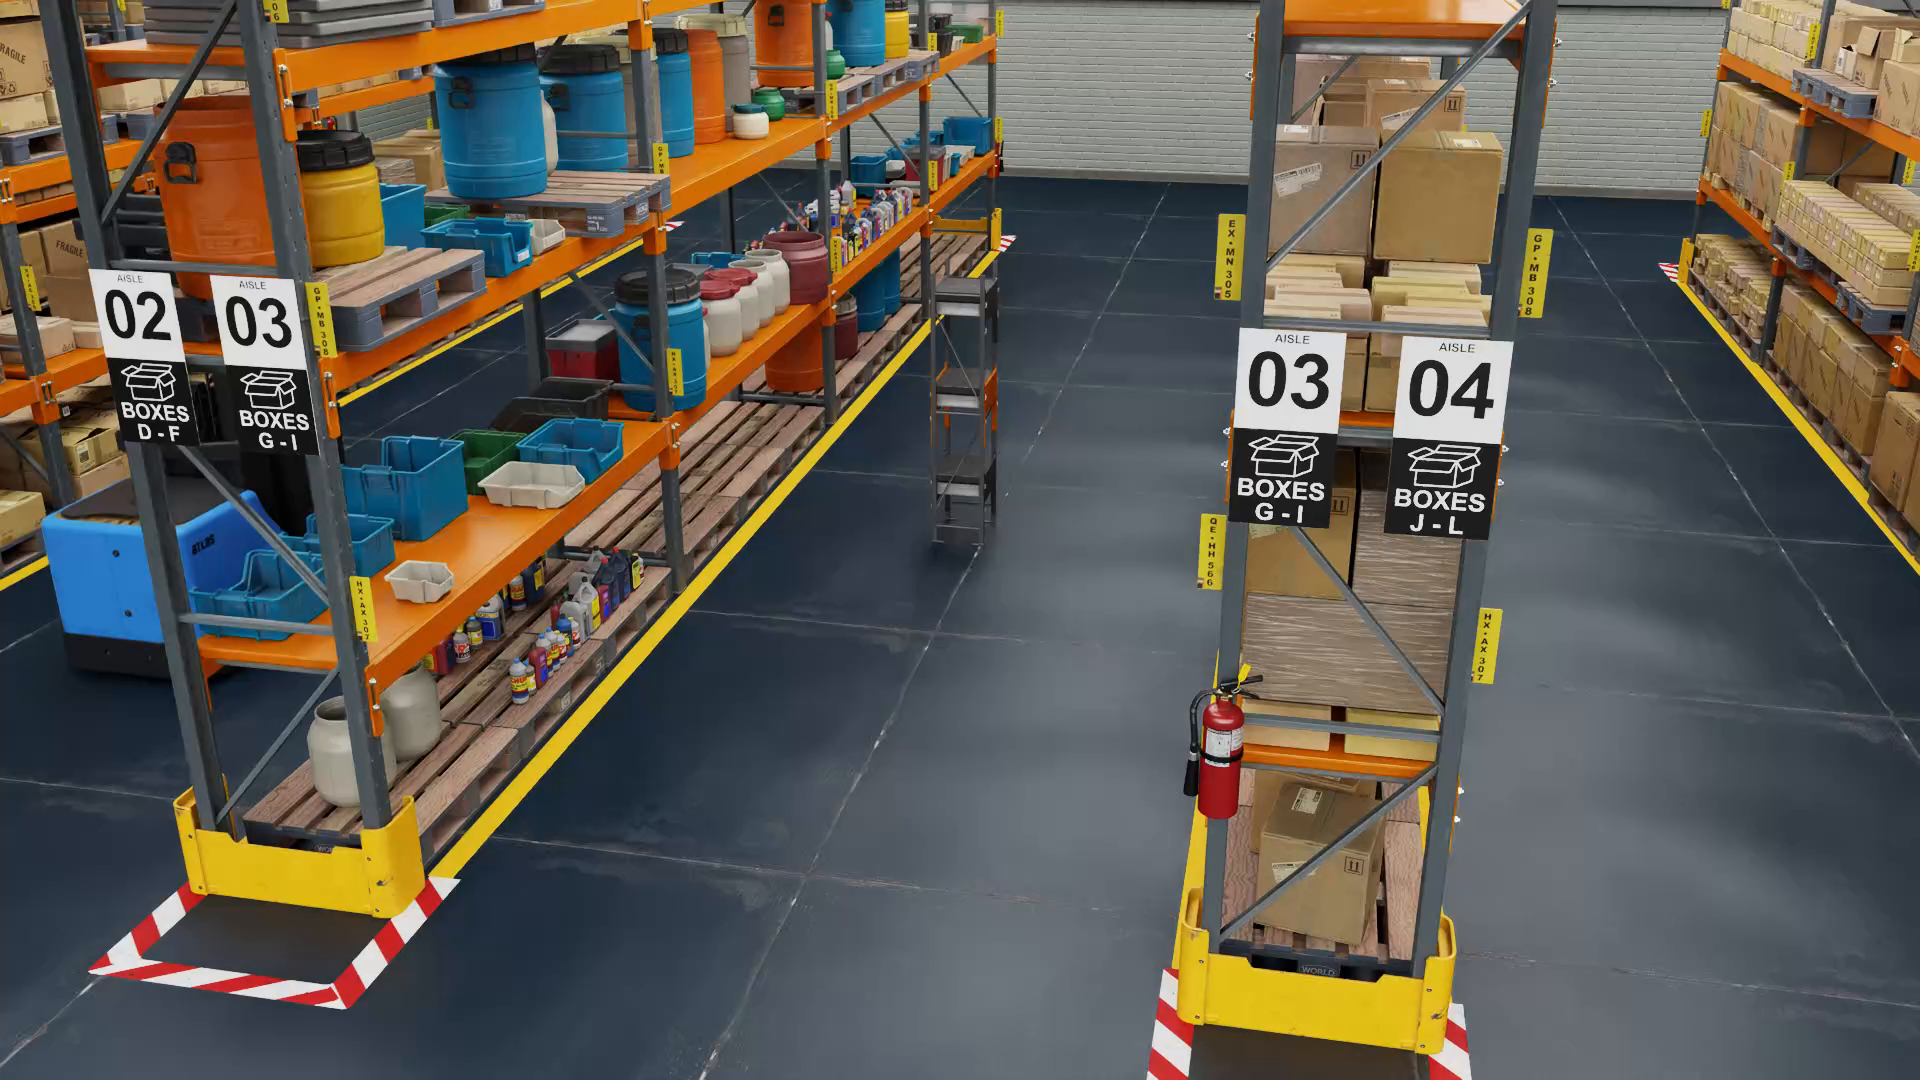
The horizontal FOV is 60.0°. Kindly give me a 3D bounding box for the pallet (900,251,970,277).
[{"bbox_3d":[-0.481,-3.409,21.036,1.003,0.211,1.213,4,22,11],"label":"pallet"}]

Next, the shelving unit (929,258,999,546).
[{"bbox_3d":[0.034,-1.035,12.612,0.431,2.100,0.503,4,22,11],"label":"shelving unit"}]

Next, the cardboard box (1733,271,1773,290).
[{"bbox_3d":[8.813,-2.872,18.427,0.380,0.149,0.250,3,22,8],"label":"cardboard box"}]

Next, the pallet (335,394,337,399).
[{"bbox_3d":[-6.711,-1.308,15.818,1.003,0.211,1.213,4,22,11],"label":"pallet"}]

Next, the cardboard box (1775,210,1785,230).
[{"bbox_3d":[8.313,-3.160,16.459,0.380,0.149,0.250,3,22,8],"label":"cardboard box"}]

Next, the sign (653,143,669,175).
[{"bbox_3d":[-1.936,-2.407,10.788,0.100,0.325,0.005,4,22,11],"label":"sign"}]

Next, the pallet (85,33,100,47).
[{"bbox_3d":[-10.677,-5.702,19.238,0.805,0.209,1.217,4,22,9],"label":"pallet"}]

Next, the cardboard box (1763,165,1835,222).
[{"bbox_3d":[8.666,-3.574,17.179,0.500,0.500,0.500,4,22,11],"label":"cardboard box"}]

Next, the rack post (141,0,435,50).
[{"bbox_3d":[-3.010,-2.412,7.467,0.937,0.300,0.954,7,23,17],"label":"rack post"}]

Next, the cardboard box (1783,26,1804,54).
[{"bbox_3d":[8.807,-5.122,17.073,0.500,0.250,0.500,4,22,9],"label":"cardboard box"}]

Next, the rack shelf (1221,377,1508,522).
[{"bbox_3d":[1.968,-1.006,8.285,1.077,0.370,4.000,4,22,11],"label":"rack shelf"}]

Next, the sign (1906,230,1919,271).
[{"bbox_3d":[7.495,-2.266,13.021,0.100,0.325,0.005,4,22,11],"label":"sign"}]

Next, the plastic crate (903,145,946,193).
[{"bbox_3d":[-0.412,-4.348,19.469,0.402,0.464,0.583,4,22,11],"label":"plastic crate"}]

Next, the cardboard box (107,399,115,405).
[{"bbox_3d":[-6.781,-1.120,13.988,0.500,0.311,0.500,4,22,9],"label":"cardboard box"}]

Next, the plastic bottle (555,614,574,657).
[{"bbox_3d":[-2.482,0.591,10.433,0.097,0.271,0.097,0,22,0],"label":"plastic bottle"}]

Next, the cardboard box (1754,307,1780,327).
[{"bbox_3d":[8.597,-2.341,17.506,0.380,0.149,0.250,5,22,12],"label":"cardboard box"}]

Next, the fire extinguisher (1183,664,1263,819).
[{"bbox_3d":[1.086,0.825,6.892,0.296,0.674,0.183,4,22,11],"label":"fire extinguisher"}]

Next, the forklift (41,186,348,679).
[{"bbox_3d":[-4.904,-0.990,11.389,1.130,2.935,3.031,5,22,12],"label":"forklift"}]

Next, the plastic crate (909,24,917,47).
[{"bbox_3d":[-0.778,-5.996,19.869,0.437,0.282,0.530,4,22,11],"label":"plastic crate"}]

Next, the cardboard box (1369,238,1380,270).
[{"bbox_3d":[2.147,-1.375,7.904,0.380,0.149,0.250,4,22,10],"label":"cardboard box"}]

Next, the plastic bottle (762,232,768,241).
[{"bbox_3d":[-1.863,-2.838,16.056,0.097,0.271,0.097,0,22,0],"label":"plastic bottle"}]

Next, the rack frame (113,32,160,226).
[{"bbox_3d":[-10.538,-4.739,20.604,1.000,3.000,0.127,4,22,11],"label":"rack frame"}]

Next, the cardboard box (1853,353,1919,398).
[{"bbox_3d":[7.911,-1.381,14.048,0.500,0.250,0.500,4,22,10],"label":"cardboard box"}]

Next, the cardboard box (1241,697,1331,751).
[{"bbox_3d":[1.416,0.779,7.239,0.380,0.149,0.250,4,22,11],"label":"cardboard box"}]

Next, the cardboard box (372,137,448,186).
[{"bbox_3d":[-6.082,-4.191,18.549,0.700,0.500,0.500,8,23,19],"label":"cardboard box"}]

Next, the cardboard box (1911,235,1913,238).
[{"bbox_3d":[8.584,-2.577,14.612,0.380,0.149,0.250,4,22,10],"label":"cardboard box"}]

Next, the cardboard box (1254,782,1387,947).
[{"bbox_3d":[1.704,1.520,7.847,0.500,0.500,0.500,9,24,21],"label":"cardboard box"}]

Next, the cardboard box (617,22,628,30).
[{"bbox_3d":[-4.719,-6.939,22.254,0.500,0.250,0.500,4,22,11],"label":"cardboard box"}]

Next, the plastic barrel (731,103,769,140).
[{"bbox_3d":[-1.687,-3.365,13.363,0.301,0.262,0.301,0,22,0],"label":"plastic barrel"}]

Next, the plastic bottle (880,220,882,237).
[{"bbox_3d":[-0.853,-3.226,17.114,0.097,0.201,0.097,0,22,0],"label":"plastic bottle"}]

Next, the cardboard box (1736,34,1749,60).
[{"bbox_3d":[9.207,-5.638,19.024,0.500,0.250,0.500,5,23,13],"label":"cardboard box"}]

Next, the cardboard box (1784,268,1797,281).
[{"bbox_3d":[9.372,-2.932,18.575,0.380,0.149,0.250,4,22,9],"label":"cardboard box"}]

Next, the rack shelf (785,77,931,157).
[{"bbox_3d":[-1.248,-4.310,16.487,1.077,0.370,4.000,4,22,11],"label":"rack shelf"}]

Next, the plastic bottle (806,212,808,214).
[{"bbox_3d":[-1.614,-3.284,17.165,0.097,0.271,0.097,0,22,0],"label":"plastic bottle"}]

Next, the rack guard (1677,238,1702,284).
[{"bbox_3d":[9.645,-3.466,20.791,1.175,0.500,0.348,4,22,11],"label":"rack guard"}]

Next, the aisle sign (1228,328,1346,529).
[{"bbox_3d":[1.254,-0.423,6.409,0.394,0.787,0.004,4,22,11],"label":"aisle sign"}]

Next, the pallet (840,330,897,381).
[{"bbox_3d":[-1.285,-1.963,17.446,1.003,0.211,1.213,4,22,11],"label":"pallet"}]

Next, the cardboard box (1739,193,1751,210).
[{"bbox_3d":[8.922,-3.774,18.545,0.380,0.149,0.250,5,22,12],"label":"cardboard box"}]

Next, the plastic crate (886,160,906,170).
[{"bbox_3d":[-0.779,-4.549,20.405,0.293,0.136,0.466,4,22,11],"label":"plastic crate"}]

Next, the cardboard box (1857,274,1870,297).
[{"bbox_3d":[7.731,-2.112,13.857,0.380,0.149,0.250,4,22,11],"label":"cardboard box"}]

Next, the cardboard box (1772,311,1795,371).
[{"bbox_3d":[8.434,-1.976,16.529,0.500,0.500,0.500,5,23,13],"label":"cardboard box"}]

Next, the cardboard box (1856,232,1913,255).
[{"bbox_3d":[7.786,-2.484,13.983,0.380,0.149,0.250,5,23,13],"label":"cardboard box"}]

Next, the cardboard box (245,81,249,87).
[{"bbox_3d":[-6.542,-4.246,15.004,0.500,0.250,0.500,3,22,7],"label":"cardboard box"}]

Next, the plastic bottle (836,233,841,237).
[{"bbox_3d":[-1.166,-2.809,15.984,0.097,0.271,0.097,0,22,0],"label":"plastic bottle"}]

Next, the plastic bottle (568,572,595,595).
[{"bbox_3d":[-2.511,0.327,11.083,0.152,0.276,0.135,4,22,11],"label":"plastic bottle"}]

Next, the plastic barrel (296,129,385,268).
[{"bbox_3d":[-3.180,-1.695,8.217,0.600,0.588,0.600,0,22,0],"label":"plastic barrel"}]

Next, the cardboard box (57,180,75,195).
[{"bbox_3d":[-10.567,-4.115,19.366,0.380,0.149,0.250,4,22,11],"label":"cardboard box"}]

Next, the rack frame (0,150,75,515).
[{"bbox_3d":[-7.321,-1.437,12.405,1.000,3.000,0.127,4,22,11],"label":"rack frame"}]

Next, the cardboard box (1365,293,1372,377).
[{"bbox_3d":[2.011,-0.885,7.220,0.500,0.250,0.500,4,22,10],"label":"cardboard box"}]

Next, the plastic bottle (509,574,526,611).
[{"bbox_3d":[-2.954,0.330,11.083,0.097,0.271,0.097,0,22,0],"label":"plastic bottle"}]

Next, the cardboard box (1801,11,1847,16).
[{"bbox_3d":[8.862,-5.342,17.084,0.380,0.149,0.250,5,23,13],"label":"cardboard box"}]

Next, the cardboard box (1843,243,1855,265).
[{"bbox_3d":[7.838,-2.445,14.286,0.380,0.149,0.250,5,22,11],"label":"cardboard box"}]

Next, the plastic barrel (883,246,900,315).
[{"bbox_3d":[-0.967,-3.007,18.552,0.600,0.901,0.708,4,22,11],"label":"plastic barrel"}]

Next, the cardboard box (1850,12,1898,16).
[{"bbox_3d":[9.322,-5.302,16.986,0.380,0.149,0.250,4,22,9],"label":"cardboard box"}]

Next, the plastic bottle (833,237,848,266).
[{"bbox_3d":[-1.157,-2.766,15.872,0.152,0.276,0.135,4,22,11],"label":"plastic bottle"}]

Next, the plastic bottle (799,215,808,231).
[{"bbox_3d":[-1.579,-3.121,16.745,0.061,0.283,0.133,4,22,11],"label":"plastic bottle"}]
